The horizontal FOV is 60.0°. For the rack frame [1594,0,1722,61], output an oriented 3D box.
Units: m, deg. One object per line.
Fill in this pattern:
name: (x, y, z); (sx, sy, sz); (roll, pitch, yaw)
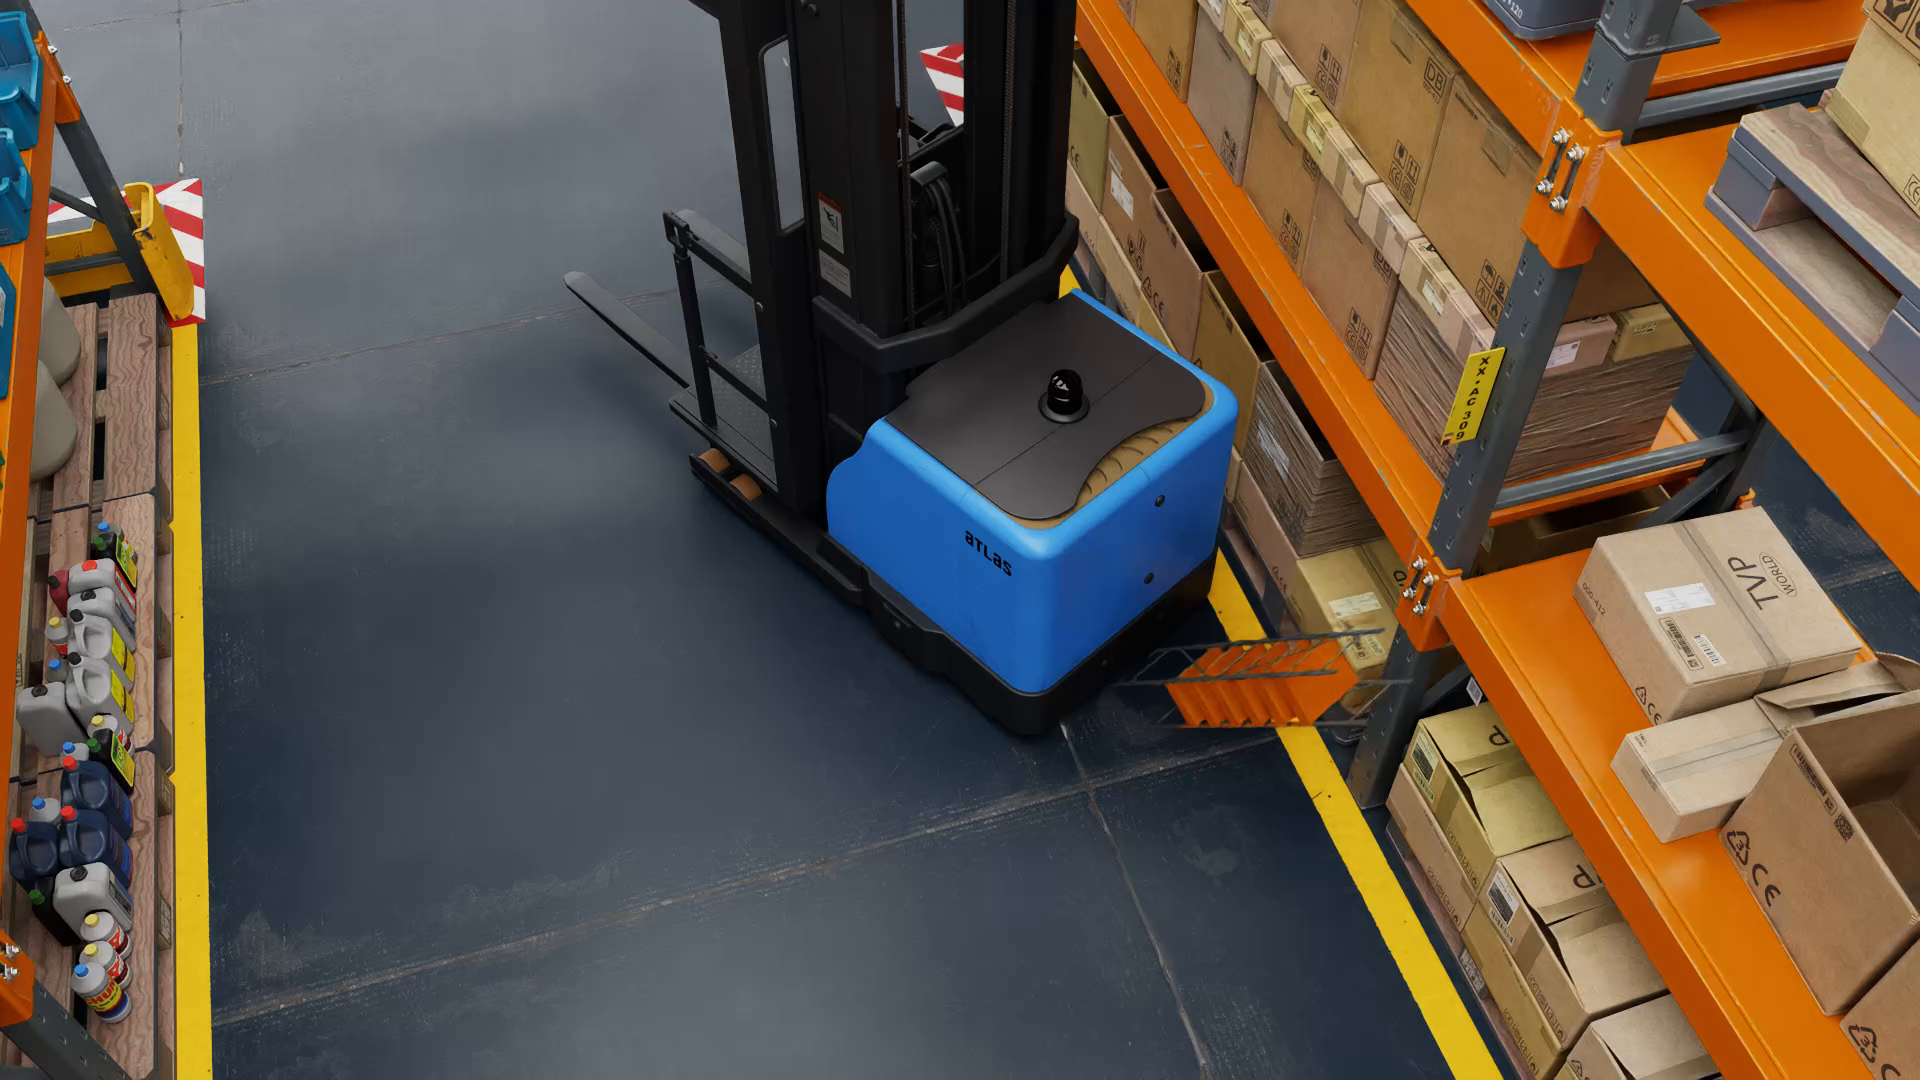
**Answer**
rack frame: (1.844, -2.120, 2.441); (1.000, 3.000, 0.127); (-13, 51, -11)

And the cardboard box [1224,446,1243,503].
cardboard box: (1.198, -0.454, 6.484); (0.500, 0.250, 0.500); (-13, 51, -11)

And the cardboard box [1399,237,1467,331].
cardboard box: (1.488, -0.759, 4.728); (0.380, 0.149, 0.250); (-14, 51, -12)

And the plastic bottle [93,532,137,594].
plastic bottle: (-3.058, 0.066, 6.011); (0.061, 0.283, 0.133); (-12, 51, -10)

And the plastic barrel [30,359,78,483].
plastic barrel: (-3.656, -0.495, 6.347); (0.421, 0.512, 0.421); (0, 50, 0)

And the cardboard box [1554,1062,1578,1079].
cardboard box: (2.032, 1.666, 4.697); (0.500, 0.250, 0.500); (-15, 51, -12)

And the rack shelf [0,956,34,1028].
rack shelf: (-2.298, 2.623, 2.837); (1.077, 0.370, 4.000); (-13, 51, -11)

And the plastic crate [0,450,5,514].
plastic crate: (-3.021, -0.056, 4.764); (0.450, 0.188, 0.662); (-13, 51, -11)

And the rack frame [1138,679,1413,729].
rack frame: (1.004, 0.547, 5.488); (0.240, 1.200, 0.006); (-36, 100, -26)

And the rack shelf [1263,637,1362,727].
rack shelf: (1.102, 0.436, 5.195); (0.258, 0.103, 0.180); (-36, 100, -26)

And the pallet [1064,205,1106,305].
pallet: (0.927, -1.660, 7.801); (1.003, 0.211, 1.213); (-13, 51, -11)

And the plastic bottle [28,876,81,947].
plastic bottle: (-2.788, 1.127, 5.116); (0.061, 0.283, 0.133); (-13, 51, -11)

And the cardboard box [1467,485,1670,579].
cardboard box: (2.006, -0.087, 5.684); (0.500, 0.500, 0.500); (-13, 51, -11)

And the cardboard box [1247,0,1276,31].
cardboard box: (1.261, -2.059, 5.400); (0.700, 0.500, 0.500); (-13, 51, -11)

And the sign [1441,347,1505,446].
sign: (1.314, -0.365, 4.267); (0.100, 0.325, 0.005); (-13, 51, -11)

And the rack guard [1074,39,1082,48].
rack guard: (0.654, -2.320, 8.168); (1.175, 0.500, 0.348); (-13, 51, -11)

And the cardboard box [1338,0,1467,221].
cardboard box: (1.556, -1.328, 4.784); (0.700, 0.500, 0.500); (-13, 51, -11)

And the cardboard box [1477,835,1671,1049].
cardboard box: (1.871, 1.109, 4.800); (0.500, 0.311, 0.500); (-14, 51, -11)

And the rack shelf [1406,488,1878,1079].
rack shelf: (2.435, 1.506, 3.779); (1.077, 0.370, 4.000); (-13, 51, -11)

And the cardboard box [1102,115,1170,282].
cardboard box: (0.917, -1.430, 6.816); (0.500, 0.500, 0.500); (-13, 51, -11)

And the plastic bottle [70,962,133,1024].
plastic bottle: (-2.565, 1.336, 4.948); (0.097, 0.271, 0.097); (0, 50, 0)

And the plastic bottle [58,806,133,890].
plastic bottle: (-2.731, 0.959, 5.214); (0.144, 0.351, 0.185); (-12, 51, -10)

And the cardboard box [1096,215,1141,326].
cardboard box: (0.906, -1.186, 7.101); (0.500, 0.250, 0.500); (-13, 51, -11)

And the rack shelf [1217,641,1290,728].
rack shelf: (0.992, 0.462, 5.406); (0.258, 0.103, 0.180); (-36, 100, -26)

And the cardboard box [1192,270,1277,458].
cardboard box: (1.210, -0.699, 6.200); (0.500, 0.500, 0.500); (-13, 51, -11)

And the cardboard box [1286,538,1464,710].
cardboard box: (1.498, 0.275, 5.870); (0.500, 0.250, 0.500); (-13, 51, -11)

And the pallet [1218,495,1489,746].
pallet: (1.649, 0.122, 6.299); (1.003, 0.211, 1.213); (-13, 51, -11)

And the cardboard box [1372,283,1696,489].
cardboard box: (1.707, -0.541, 4.969); (0.700, 0.500, 0.500); (-15, 51, -12)

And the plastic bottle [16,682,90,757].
plastic bottle: (-3.047, 0.587, 5.577); (0.152, 0.276, 0.135); (-13, 51, -11)

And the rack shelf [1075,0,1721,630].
rack shelf: (1.252, -1.415, 6.242); (1.077, 0.370, 4.000); (-13, 51, -11)

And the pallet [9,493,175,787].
pallet: (-3.412, 0.437, 6.033); (1.003, 0.211, 1.213); (-13, 51, -11)

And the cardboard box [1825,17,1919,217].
cardboard box: (2.017, -0.788, 3.104); (0.500, 0.250, 0.500); (-9, 50, -7)

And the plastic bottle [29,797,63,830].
plastic bottle: (-2.890, 0.906, 5.310); (0.097, 0.271, 0.097); (0, 50, 0)

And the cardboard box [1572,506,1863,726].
cardboard box: (2.031, 0.211, 4.498); (0.500, 0.250, 0.500); (-10, 51, -9)

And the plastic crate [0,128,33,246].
plastic crate: (-3.452, -1.169, 5.661); (0.499, 0.251, 0.408); (-13, 51, -11)

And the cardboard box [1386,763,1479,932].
cardboard box: (1.726, 0.915, 5.330); (0.500, 0.250, 0.500); (-14, 51, -12)

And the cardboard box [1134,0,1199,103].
cardboard box: (1.088, -2.050, 6.241); (0.700, 0.500, 0.500); (-13, 51, -11)

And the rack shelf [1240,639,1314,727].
rack shelf: (1.047, 0.449, 5.300); (0.258, 0.103, 0.180); (-36, 100, -26)

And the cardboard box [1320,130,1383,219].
cardboard box: (1.329, -1.141, 5.050); (0.380, 0.149, 0.250); (-13, 51, -11)

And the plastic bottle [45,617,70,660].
plastic bottle: (-3.134, 0.345, 5.829); (0.097, 0.201, 0.097); (0, 50, 0)

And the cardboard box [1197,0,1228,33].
cardboard box: (1.025, -1.891, 5.682); (0.380, 0.149, 0.250); (-13, 51, -11)

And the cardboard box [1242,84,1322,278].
cardboard box: (1.400, -1.293, 5.602); (0.700, 0.500, 0.500); (-13, 51, -10)

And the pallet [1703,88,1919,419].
pallet: (2.117, -0.450, 3.121); (0.805, 0.209, 1.217); (-15, 52, -12)

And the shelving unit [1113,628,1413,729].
shelving unit: (0.957, 0.470, 5.473); (0.258, 1.200, 0.189); (-36, 100, -26)

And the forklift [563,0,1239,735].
forklift: (-0.433, -1.287, 5.708); (1.130, 2.935, 3.031); (-36, 59, -27)

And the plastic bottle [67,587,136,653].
plastic bottle: (-3.021, 0.279, 5.836); (0.152, 0.276, 0.135); (-15, 51, -12)

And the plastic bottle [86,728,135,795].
plastic bottle: (-2.796, 0.713, 5.465); (0.061, 0.283, 0.133); (-11, 51, -9)

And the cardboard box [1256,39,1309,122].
cardboard box: (1.185, -1.506, 5.358); (0.380, 0.149, 0.250); (-12, 51, -10)

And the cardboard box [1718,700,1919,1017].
cardboard box: (2.211, 0.731, 3.896); (0.500, 0.500, 0.500); (-10, 51, -8)

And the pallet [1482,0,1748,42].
pallet: (1.567, -1.742, 4.142); (1.003, 0.211, 1.213); (-13, 51, -11)

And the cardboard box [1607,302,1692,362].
cardboard box: (1.949, -0.668, 4.651); (0.380, 0.149, 0.250); (-13, 51, -11)

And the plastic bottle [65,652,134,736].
plastic bottle: (-2.913, 0.511, 5.592); (0.144, 0.351, 0.185); (-14, 51, -11)

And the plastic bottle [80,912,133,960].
plastic bottle: (-2.625, 1.210, 5.100); (0.097, 0.201, 0.097); (0, 50, 0)
